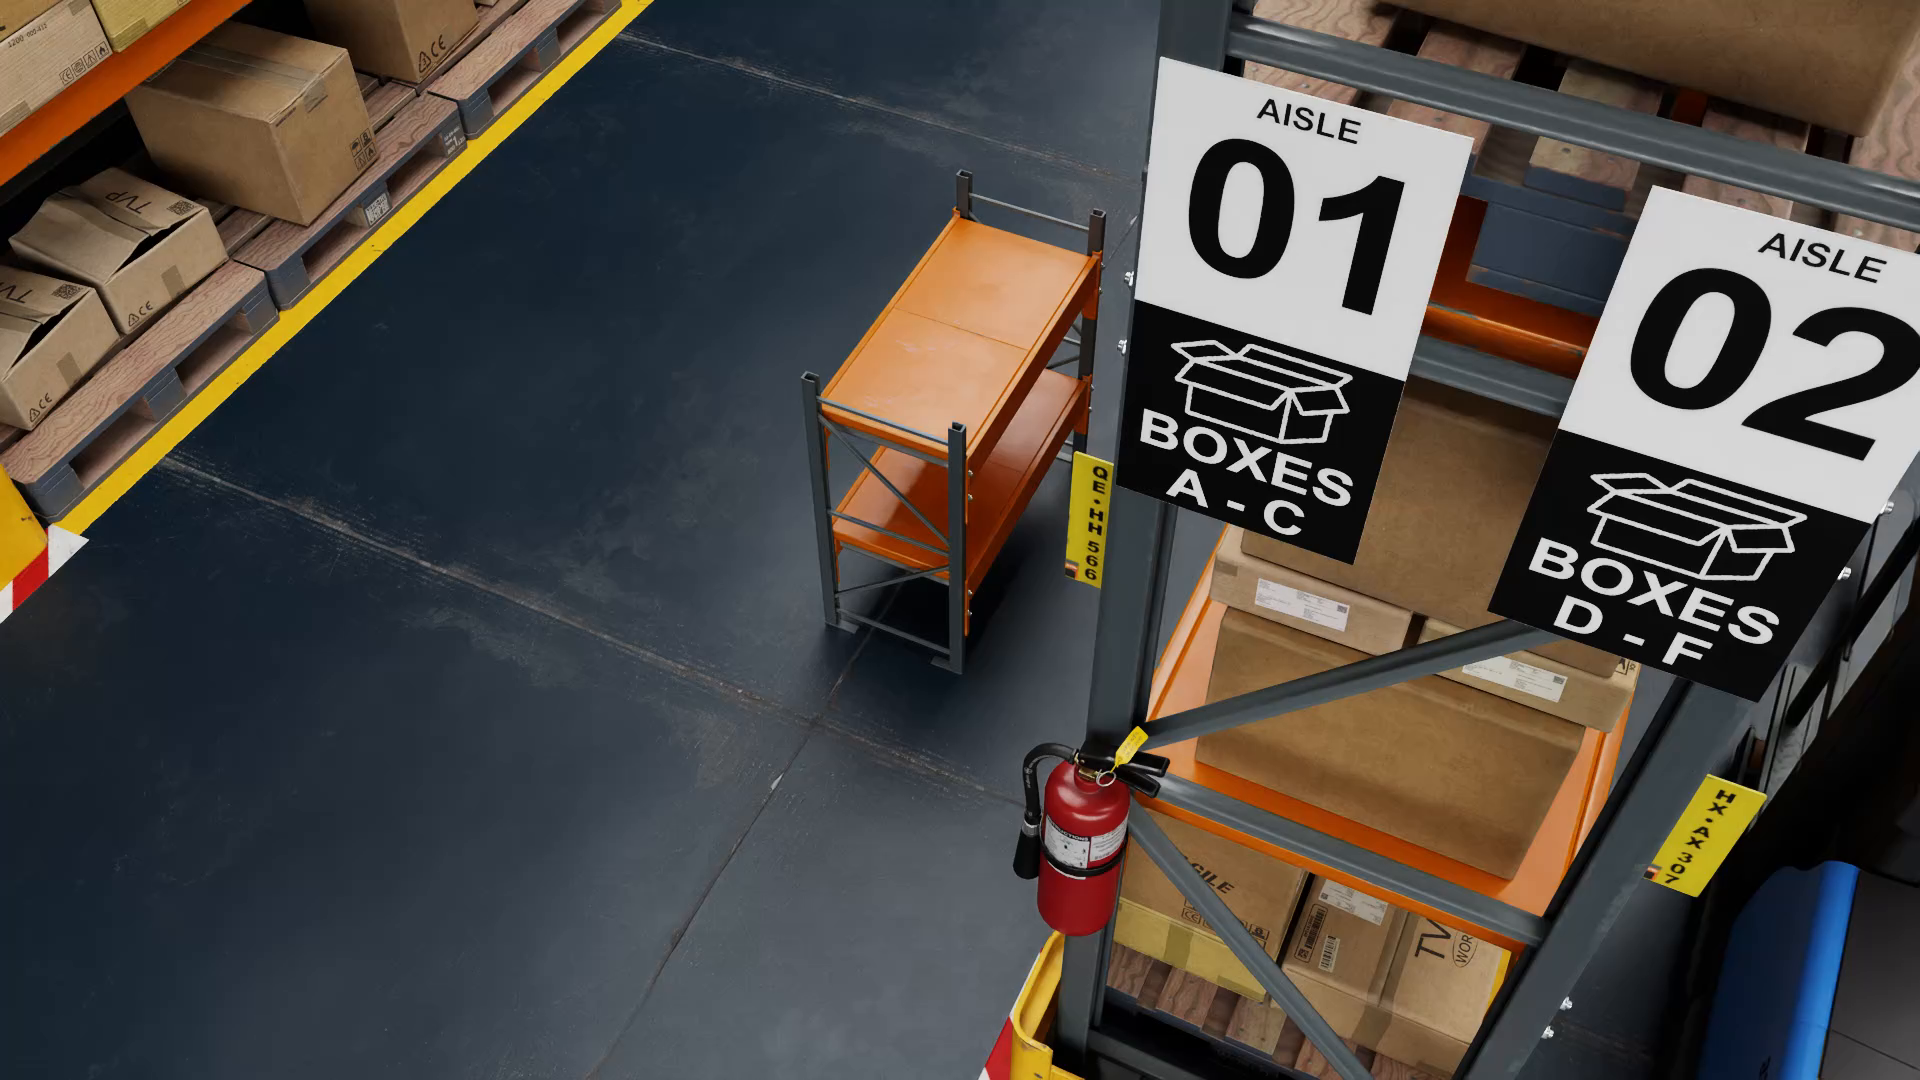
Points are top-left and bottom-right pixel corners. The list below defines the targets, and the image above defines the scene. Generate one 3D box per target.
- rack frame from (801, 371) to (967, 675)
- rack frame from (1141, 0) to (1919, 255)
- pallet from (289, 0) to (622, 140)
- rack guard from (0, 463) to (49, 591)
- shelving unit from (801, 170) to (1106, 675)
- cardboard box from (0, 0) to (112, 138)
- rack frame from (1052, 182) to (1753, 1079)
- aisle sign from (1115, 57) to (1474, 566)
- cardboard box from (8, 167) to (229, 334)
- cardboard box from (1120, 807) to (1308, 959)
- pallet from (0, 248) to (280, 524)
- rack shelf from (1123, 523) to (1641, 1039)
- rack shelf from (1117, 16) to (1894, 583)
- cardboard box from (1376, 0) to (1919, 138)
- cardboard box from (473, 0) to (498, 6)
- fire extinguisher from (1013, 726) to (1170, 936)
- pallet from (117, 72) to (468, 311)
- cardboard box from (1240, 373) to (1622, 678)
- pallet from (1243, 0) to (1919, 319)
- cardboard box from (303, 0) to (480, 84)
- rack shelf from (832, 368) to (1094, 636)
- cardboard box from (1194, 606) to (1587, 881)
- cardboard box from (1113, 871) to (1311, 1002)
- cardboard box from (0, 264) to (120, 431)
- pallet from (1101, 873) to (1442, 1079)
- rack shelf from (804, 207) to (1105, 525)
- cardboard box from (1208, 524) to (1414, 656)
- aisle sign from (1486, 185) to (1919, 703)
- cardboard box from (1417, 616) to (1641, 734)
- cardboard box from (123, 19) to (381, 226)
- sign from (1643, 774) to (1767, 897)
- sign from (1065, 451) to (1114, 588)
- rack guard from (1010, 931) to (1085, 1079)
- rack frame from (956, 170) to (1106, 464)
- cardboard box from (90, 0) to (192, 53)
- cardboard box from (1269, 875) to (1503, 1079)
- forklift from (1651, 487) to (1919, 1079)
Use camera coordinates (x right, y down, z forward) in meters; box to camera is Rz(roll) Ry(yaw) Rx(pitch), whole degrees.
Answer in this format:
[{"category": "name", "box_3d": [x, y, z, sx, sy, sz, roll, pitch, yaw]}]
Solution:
[{"category": "rack frame", "box_3d": [-0.214, -0.019, 5.028, 0.500, 1.125, 0.032, 20, 52, 16]}, {"category": "rack frame", "box_3d": [0.721, -1.332, 0.975, 1.000, 3.000, 0.127, 20, 52, 16]}, {"category": "pallet", "box_3d": [-2.306, -2.374, 7.631, 1.003, 0.211, 1.213, 20, 52, 16]}, {"category": "rack guard", "box_3d": [-3.727, -0.239, 5.626, 1.175, 0.500, 0.348, 20, 52, 16]}, {"category": "shelving unit", "box_3d": [0.003, -0.369, 5.326, 0.538, 1.125, 1.048, 20, 52, 16]}, {"category": "cardboard box", "box_3d": [-3.055, -1.550, 5.185, 0.500, 0.250, 0.500, 18, 52, 15]}, {"category": "rack frame", "box_3d": [0.721, 0.612, 3.260, 1.000, 3.000, 0.127, 20, 52, 16]}, {"category": "aisle sign", "box_3d": [0.427, -0.281, 2.312, 0.394, 0.787, 0.004, 20, 52, 16]}, {"category": "cardboard box", "box_3d": [-3.139, -1.108, 6.200, 0.500, 0.311, 0.500, 24, 54, 19]}, {"category": "cardboard box", "box_3d": [0.681, 0.658, 4.258, 0.500, 0.500, 0.500, 20, 52, 16]}, {"category": "pallet", "box_3d": [-3.348, -0.694, 6.202, 1.003, 0.211, 1.213, 20, 52, 16]}, {"category": "rack shelf", "box_3d": [1.575, -0.532, 4.706, 1.077, 0.370, 4.000, 20, 52, 16]}, {"category": "rack shelf", "box_3d": [1.575, -1.504, 3.563, 1.077, 0.370, 4.000, 20, 52, 16]}, {"category": "cardboard box", "box_3d": [0.970, -0.969, 2.200, 0.797, 0.503, 0.637, 23, 53, 18]}, {"category": "cardboard box", "box_3d": [-2.252, -2.598, 7.562, 0.380, 0.166, 0.250, 14, 51, 11]}, {"category": "fire extinguisher", "box_3d": [0.250, 0.567, 3.349, 0.296, 0.674, 0.183, 20, 52, 16]}, {"category": "pallet", "box_3d": [-2.826, -1.531, 6.914, 1.003, 0.211, 1.213, 20, 52, 16]}, {"category": "cardboard box", "box_3d": [0.955, -0.195, 3.029, 0.700, 0.500, 0.500, 20, 52, 16]}, {"category": "pallet", "box_3d": [1.046, -0.810, 2.558, 1.003, 0.211, 1.213, 20, 52, 16]}, {"category": "cardboard box", "box_3d": [-2.458, -2.356, 7.138, 0.500, 0.500, 0.500, 16, 52, 13]}, {"category": "rack shelf", "box_3d": [0.003, -0.211, 5.512, 0.538, 0.278, 1.000, 20, 52, 16]}, {"category": "cardboard box", "box_3d": [0.932, 0.262, 3.492, 0.700, 0.500, 0.500, 20, 52, 16]}, {"category": "cardboard box", "box_3d": [0.683, 0.902, 4.543, 0.500, 0.250, 0.500, 20, 52, 16]}, {"category": "cardboard box", "box_3d": [-3.383, -0.716, 5.866, 0.500, 0.311, 0.500, 14, 51, 12]}, {"category": "pallet", "box_3d": [1.010, 0.975, 4.781, 1.003, 0.211, 1.213, 20, 52, 16]}, {"category": "rack shelf", "box_3d": [0.003, -0.559, 5.103, 0.538, 0.278, 1.000, 20, 52, 16]}, {"category": "cardboard box", "box_3d": [0.712, 0.044, 3.251, 0.380, 0.149, 0.250, 19, 52, 15]}, {"category": "aisle sign", "box_3d": [0.970, -0.086, 2.146, 0.394, 0.787, 0.004, 20, 52, 16]}, {"category": "cardboard box", "box_3d": [1.083, 0.169, 3.145, 0.380, 0.149, 0.250, 19, 52, 16]}, {"category": "cardboard box", "box_3d": [-2.780, -1.658, 6.544, 0.700, 0.500, 0.500, 17, 52, 14]}, {"category": "sign", "box_3d": [1.220, 0.490, 2.743, 0.100, 0.325, 0.005, 20, 52, 16]}, {"category": "sign", "box_3d": [0.236, -0.026, 2.887, 0.100, 0.325, 0.005, 20, 52, 16]}, {"category": "rack guard", "box_3d": [0.711, 1.439, 4.198, 1.175, 0.500, 0.348, 20, 52, 16]}, {"category": "rack frame", "box_3d": [0.220, -0.719, 5.623, 0.500, 1.125, 0.032, 20, 52, 16]}, {"category": "cardboard box", "box_3d": [-2.832, -1.899, 5.482, 0.500, 0.250, 0.500, 19, 52, 16]}, {"category": "cardboard box", "box_3d": [1.151, 1.070, 4.400, 0.500, 0.250, 0.500, 20, 52, 16]}, {"category": "forklift", "box_3d": [2.740, 0.153, 3.695, 1.130, 2.935, 3.031, 22, 53, 17]}]
